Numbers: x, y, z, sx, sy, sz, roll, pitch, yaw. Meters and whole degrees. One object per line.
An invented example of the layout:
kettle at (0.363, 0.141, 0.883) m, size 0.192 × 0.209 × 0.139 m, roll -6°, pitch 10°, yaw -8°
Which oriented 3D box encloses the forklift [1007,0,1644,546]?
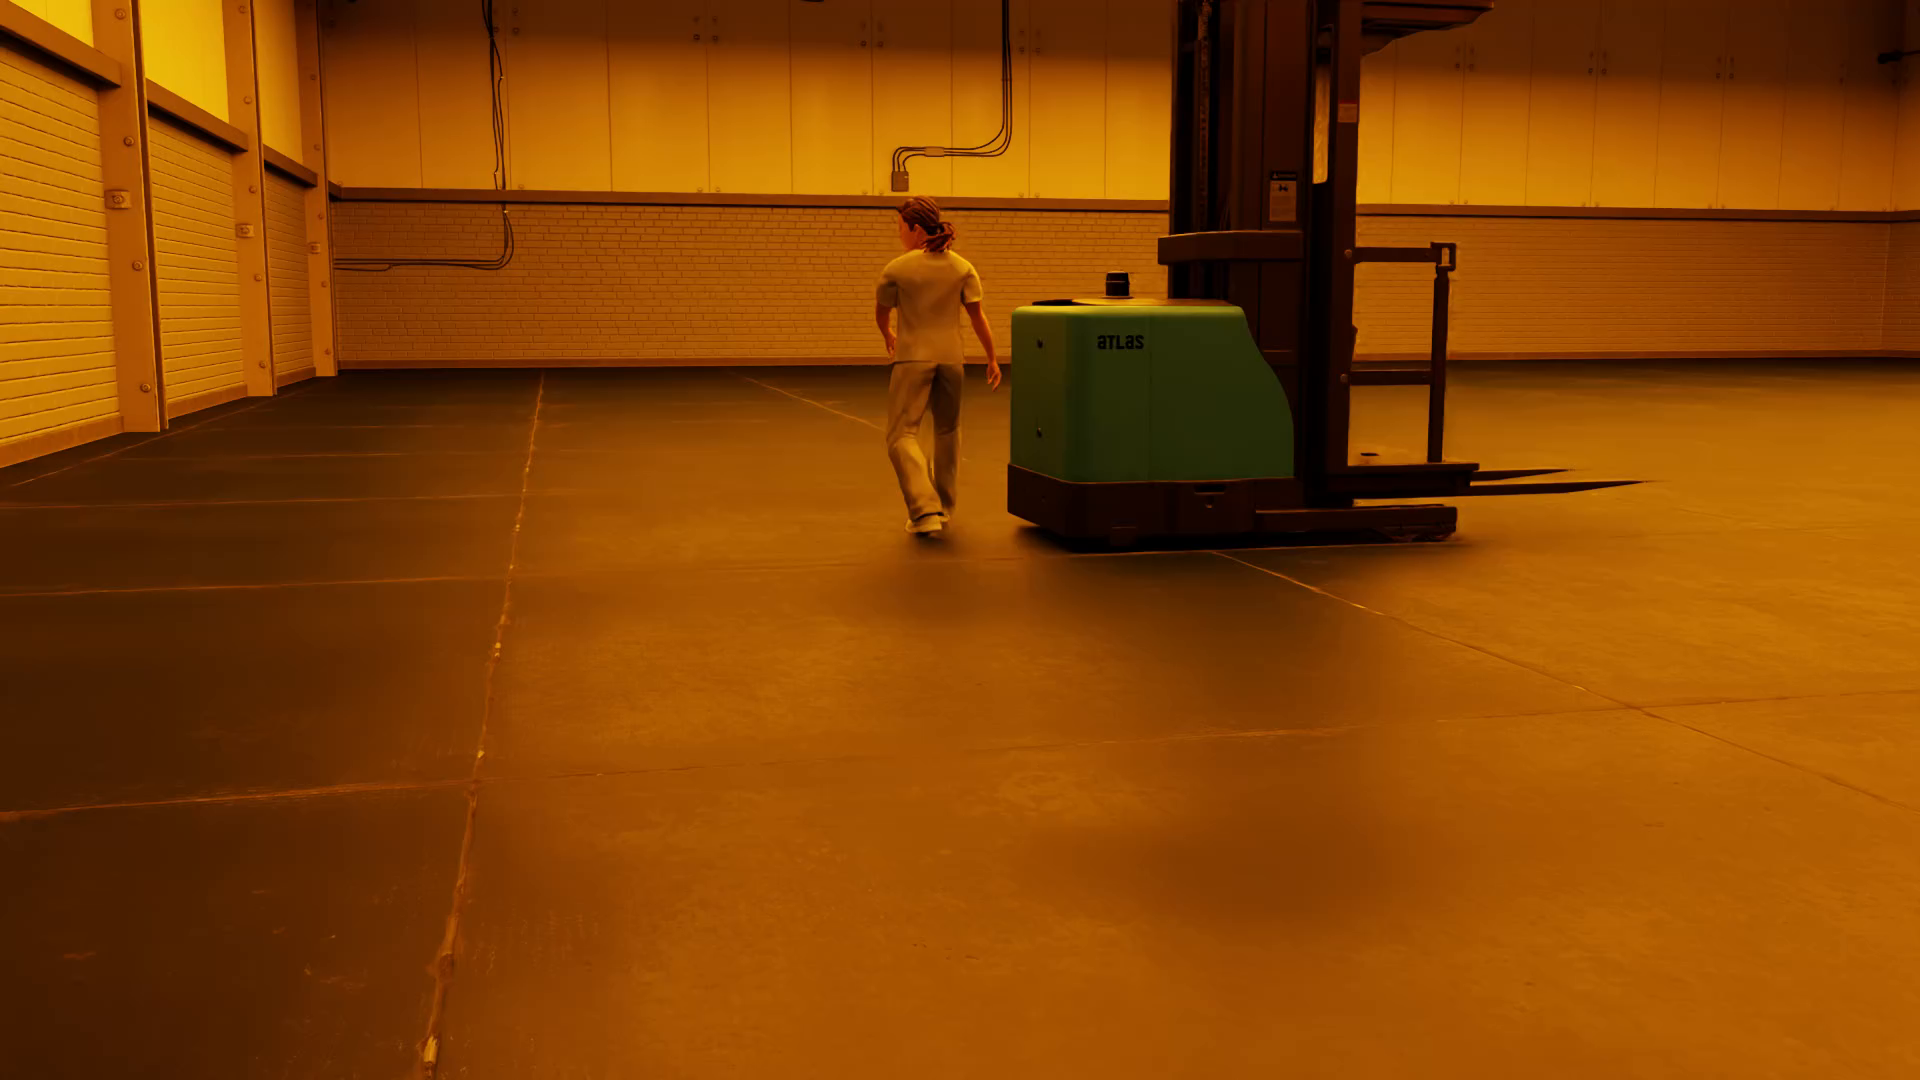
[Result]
forklift at (1.807, -1.510, 7.921) m, size 3.031 × 2.935 × 1.130 m, roll -2°, pitch 8°, yaw -15°

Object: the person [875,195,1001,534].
person at (-0.116, -0.855, 8.095) m, size 0.597 × 1.603 × 0.869 m, roll -3°, pitch 9°, yaw -23°
